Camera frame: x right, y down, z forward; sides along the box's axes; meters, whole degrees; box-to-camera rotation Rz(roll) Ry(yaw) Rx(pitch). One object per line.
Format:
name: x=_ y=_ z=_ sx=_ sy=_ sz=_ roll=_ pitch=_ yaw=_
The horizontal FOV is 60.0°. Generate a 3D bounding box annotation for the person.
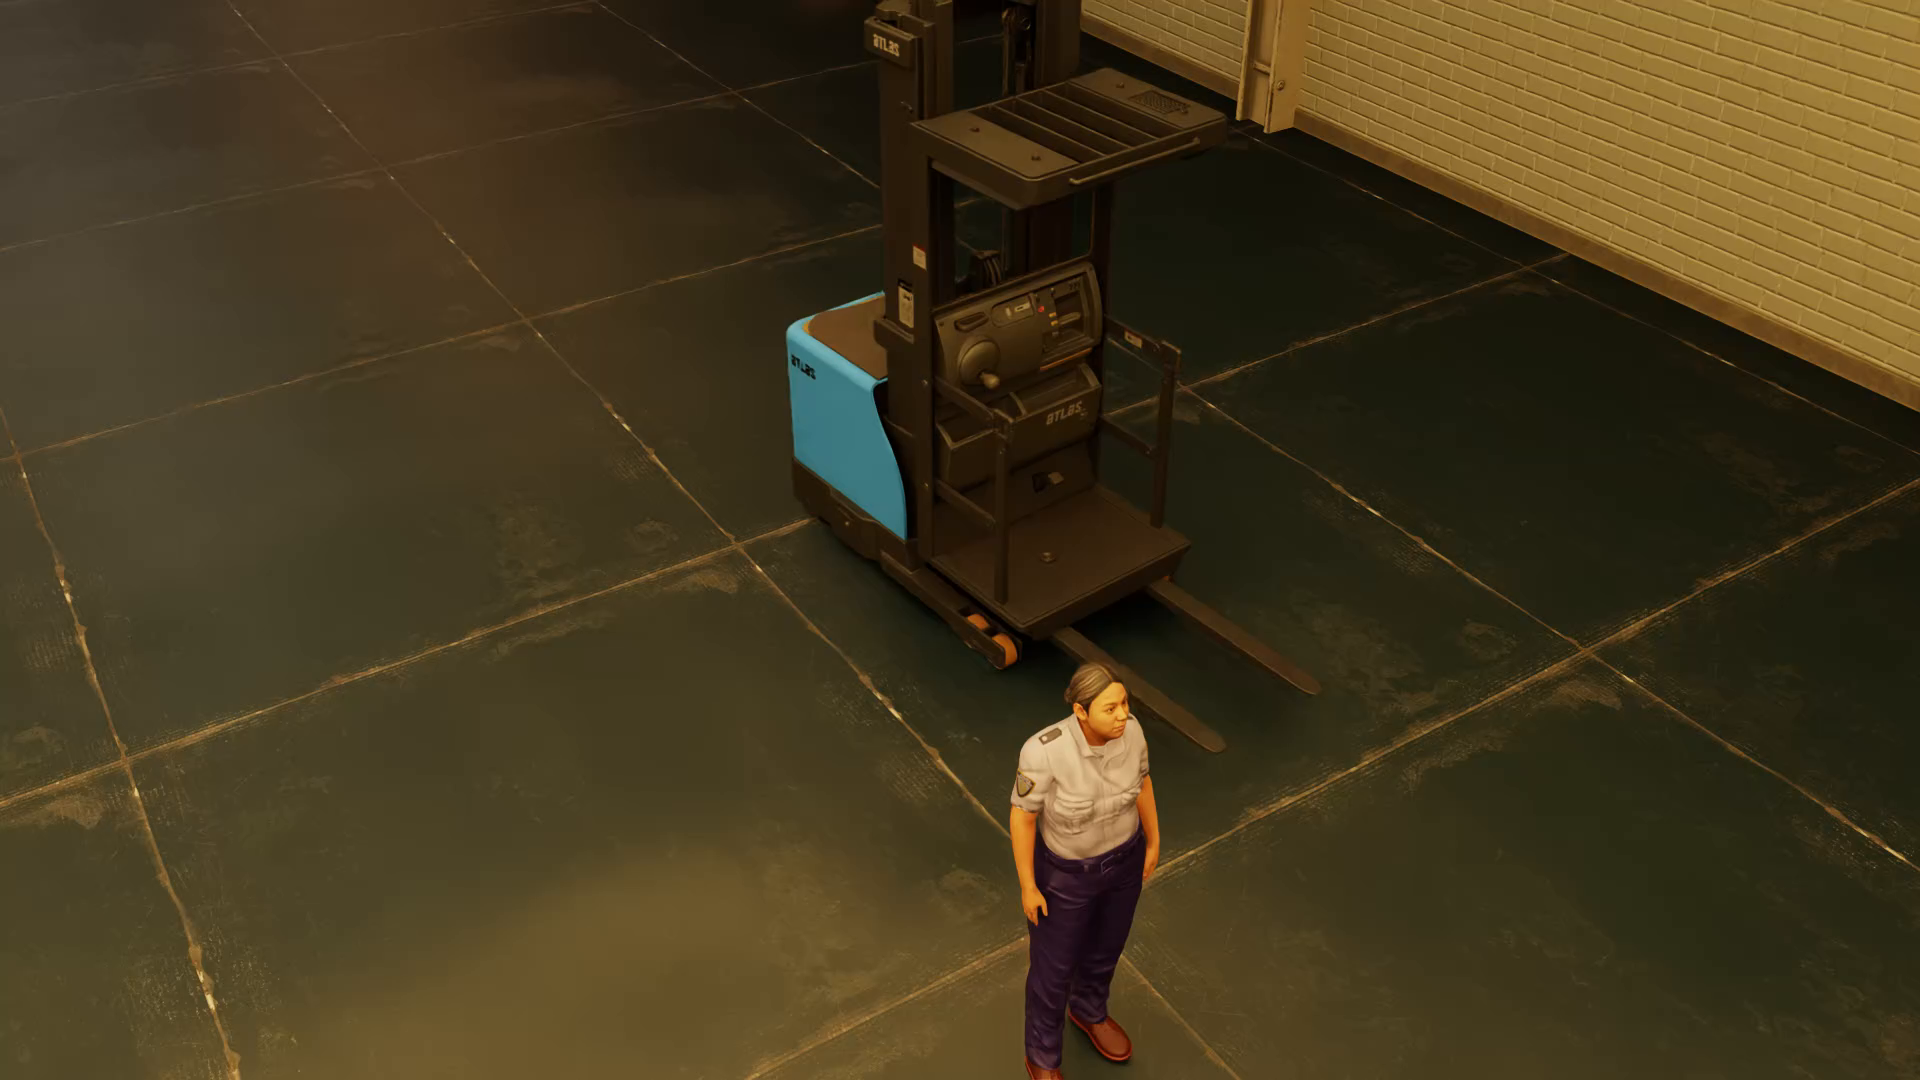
person: x=0.461 y=1.160 z=5.602 sx=0.594 sy=1.651 sz=0.500 roll=-18 pitch=39 yaw=-24

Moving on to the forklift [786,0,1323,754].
forklift: x=0.411 y=-0.917 z=7.453 sx=1.130 sy=2.935 sz=3.031 roll=-24 pitch=42 yaw=-30
